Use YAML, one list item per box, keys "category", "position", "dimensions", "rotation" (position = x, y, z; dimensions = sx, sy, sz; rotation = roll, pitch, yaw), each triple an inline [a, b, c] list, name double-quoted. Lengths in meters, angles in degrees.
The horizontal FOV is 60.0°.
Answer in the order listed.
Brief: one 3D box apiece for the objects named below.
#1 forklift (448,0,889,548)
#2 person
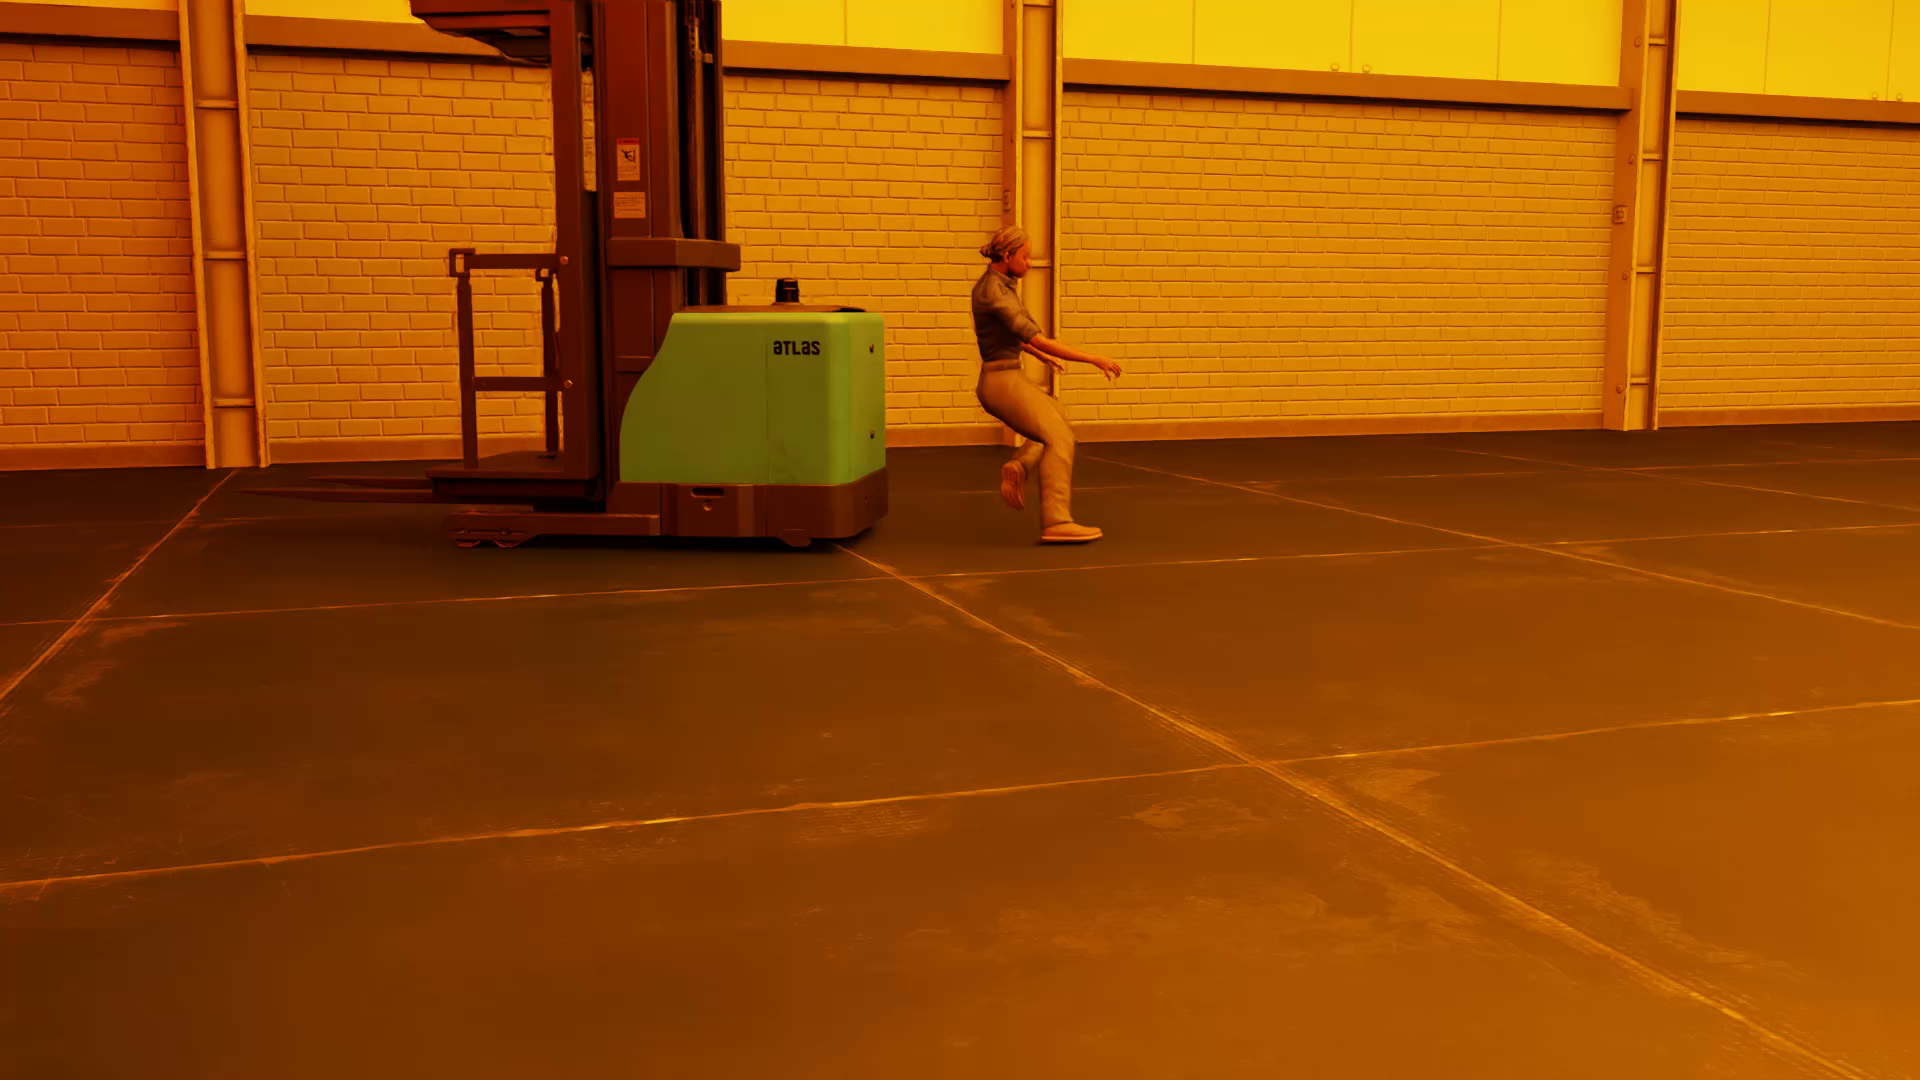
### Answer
- category: "forklift"
  position: [-1.919, -1.484, 7.958]
  dimensions: [3.031, 2.935, 1.130]
  rotation: [1, 8, 8]
- category: "person"
  position: [0.412, -0.764, 8.045]
  dimensions: [0.704, 1.469, 0.742]
  rotation: [0, 8, -3]
